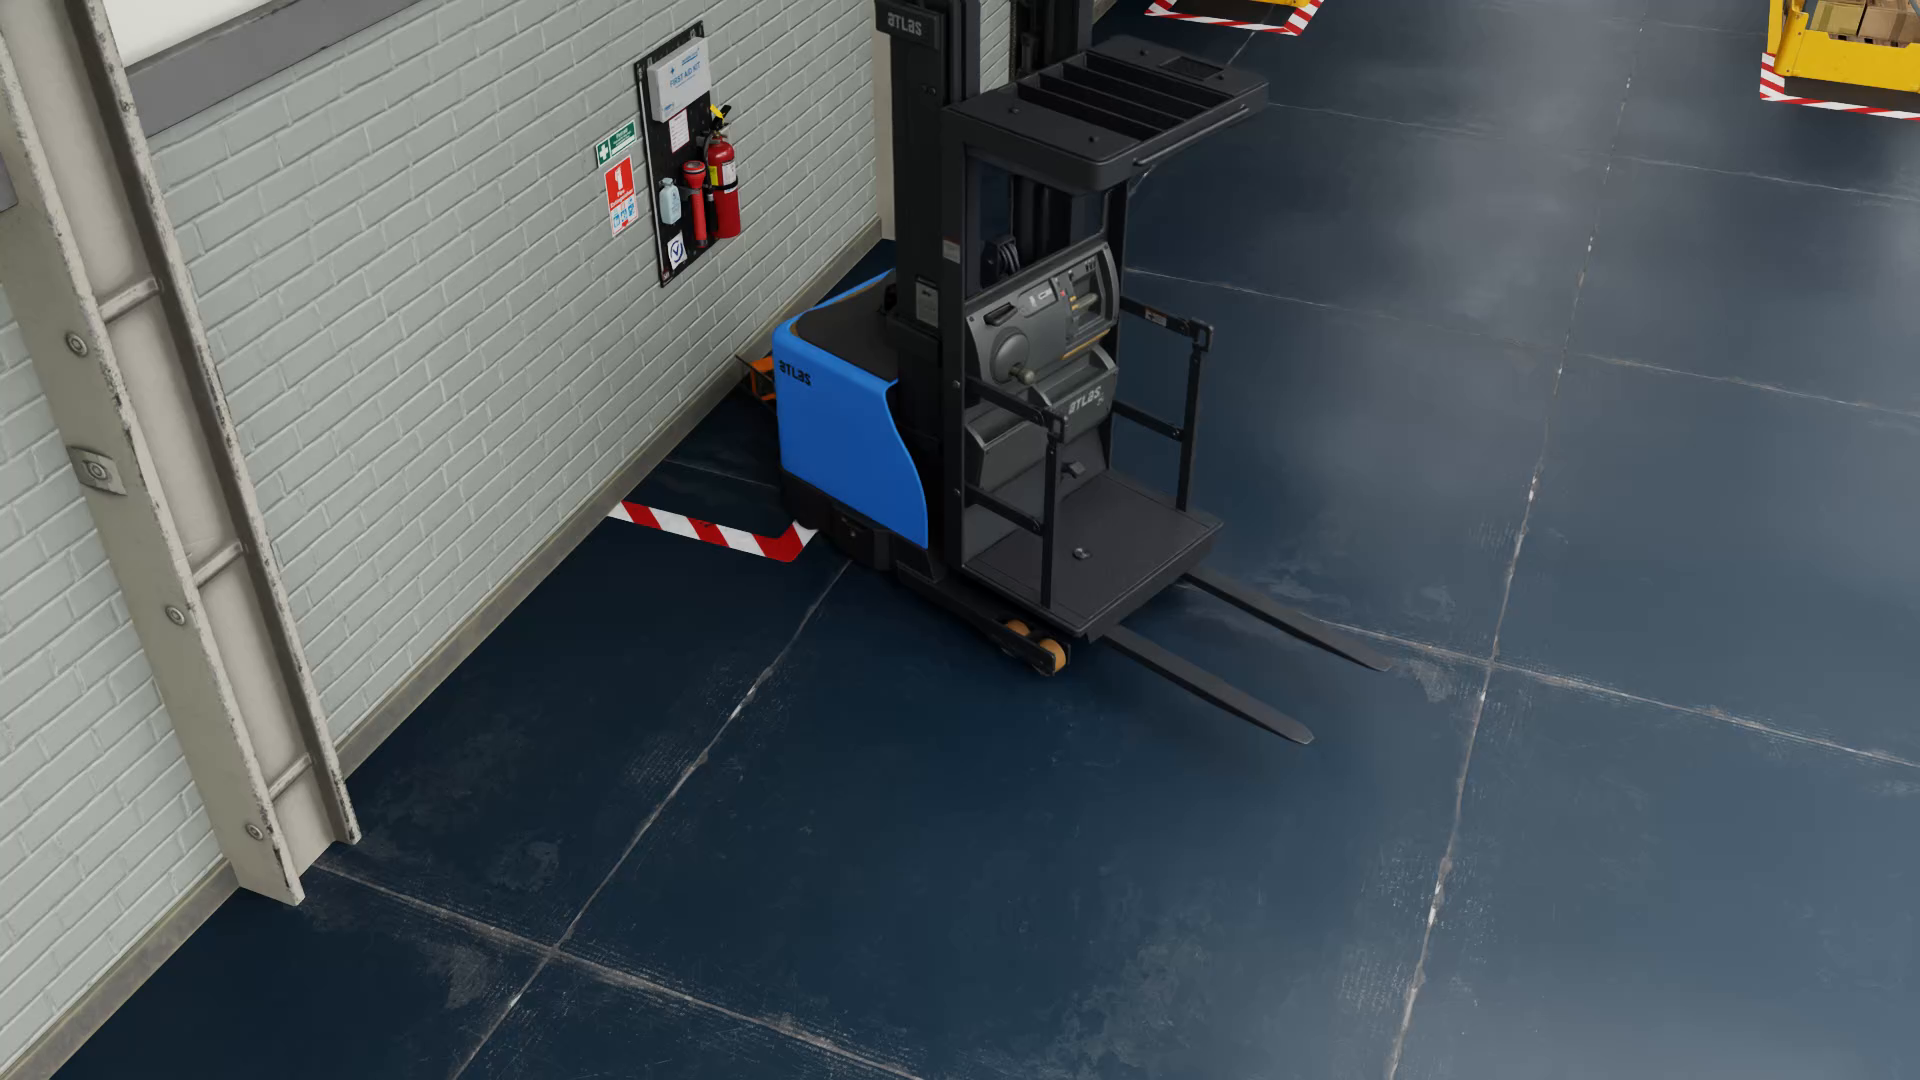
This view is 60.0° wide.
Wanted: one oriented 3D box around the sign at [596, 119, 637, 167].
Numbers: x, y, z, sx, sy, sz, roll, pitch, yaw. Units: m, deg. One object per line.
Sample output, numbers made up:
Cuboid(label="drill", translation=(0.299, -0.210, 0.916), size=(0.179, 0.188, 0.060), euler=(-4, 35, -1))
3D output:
Cuboid(label="sign", translation=(-1.599, -1.849, 7.746), size=(0.001, 0.109, 0.331), euler=(14, 39, 18))

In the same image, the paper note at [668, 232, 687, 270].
Cuboid(label="paper note", translation=(-1.435, -1.469, 8.446), size=(0.016, 0.148, 0.142), euler=(14, 39, 18))

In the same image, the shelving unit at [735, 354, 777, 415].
Cuboid(label="shelving unit", translation=(-0.841, -0.762, 9.074), size=(0.252, 0.215, 1.050), euler=(-24, 42, -29))

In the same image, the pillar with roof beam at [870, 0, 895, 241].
Cuboid(label="pillar with roof beam", translation=(3.653, -4.686, 7.003), size=(9.100, 9.000, 0.400), euler=(14, 39, 18))

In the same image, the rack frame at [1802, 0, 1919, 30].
Cuboid(label="rack frame", translation=(7.071, -4.875, 12.267), size=(1.000, 3.000, 0.127), euler=(14, 39, 18))

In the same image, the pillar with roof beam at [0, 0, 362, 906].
Cuboid(label="pillar with roof beam", translation=(1.370, -1.364, 2.559), size=(9.100, 9.000, 0.400), euler=(14, 39, 18))

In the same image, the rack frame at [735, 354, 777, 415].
Cuboid(label="rack frame", translation=(-0.938, -0.718, 9.015), size=(0.008, 0.200, 1.050), euler=(-24, 42, -29))

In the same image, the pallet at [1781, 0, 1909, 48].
Cuboid(label="pallet", translation=(7.324, -4.191, 13.681), size=(1.003, 0.211, 1.213), euler=(14, 39, 18))

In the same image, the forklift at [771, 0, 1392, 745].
Cuboid(label="forklift", translation=(0.522, -0.923, 7.037), size=(3.031, 2.935, 1.130), euler=(29, 45, 33))

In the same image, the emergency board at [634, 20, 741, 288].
Cuboid(label="emergency board", translation=(-1.303, -1.904, 8.293), size=(0.194, 1.169, 0.643), euler=(14, 39, 18))

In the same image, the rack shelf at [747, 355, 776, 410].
Cuboid(label="rack shelf", translation=(-1.006, -0.888, 9.252), size=(0.240, 0.215, 0.259), euler=(-24, 42, -29))

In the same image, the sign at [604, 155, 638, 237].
Cuboid(label="sign", translation=(-1.609, -1.636, 7.904), size=(0.001, 0.329, 0.234), euler=(14, 39, 18))

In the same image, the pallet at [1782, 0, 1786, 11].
Cuboid(label="pallet", translation=(7.789, -4.864, 14.581), size=(1.003, 0.211, 1.213), euler=(14, 39, 18))

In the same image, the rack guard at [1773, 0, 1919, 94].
Cuboid(label="rack guard", translation=(7.062, -3.860, 12.997), size=(1.175, 0.500, 0.348), euler=(14, 39, 18))

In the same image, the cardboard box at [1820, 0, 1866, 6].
Cuboid(label="cardboard box", translation=(7.000, -4.607, 13.228), size=(0.500, 0.500, 0.500), euler=(14, 39, 18))

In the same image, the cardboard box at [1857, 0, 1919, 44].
Cuboid(label="cardboard box", translation=(7.481, -4.188, 13.294), size=(0.500, 0.250, 0.500), euler=(14, 39, 18))

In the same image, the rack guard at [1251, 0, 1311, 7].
Cuboid(label="rack guard", translation=(2.518, -5.042, 14.578), size=(1.175, 0.500, 0.348), euler=(14, 39, 18))

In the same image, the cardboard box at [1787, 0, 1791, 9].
Cuboid(label="cardboard box", translation=(7.181, -4.586, 13.826), size=(0.500, 0.250, 0.500), euler=(14, 39, 18))

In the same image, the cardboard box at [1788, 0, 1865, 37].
Cuboid(label="cardboard box", translation=(7.002, -4.306, 13.451), size=(0.500, 0.250, 0.500), euler=(14, 39, 18))
